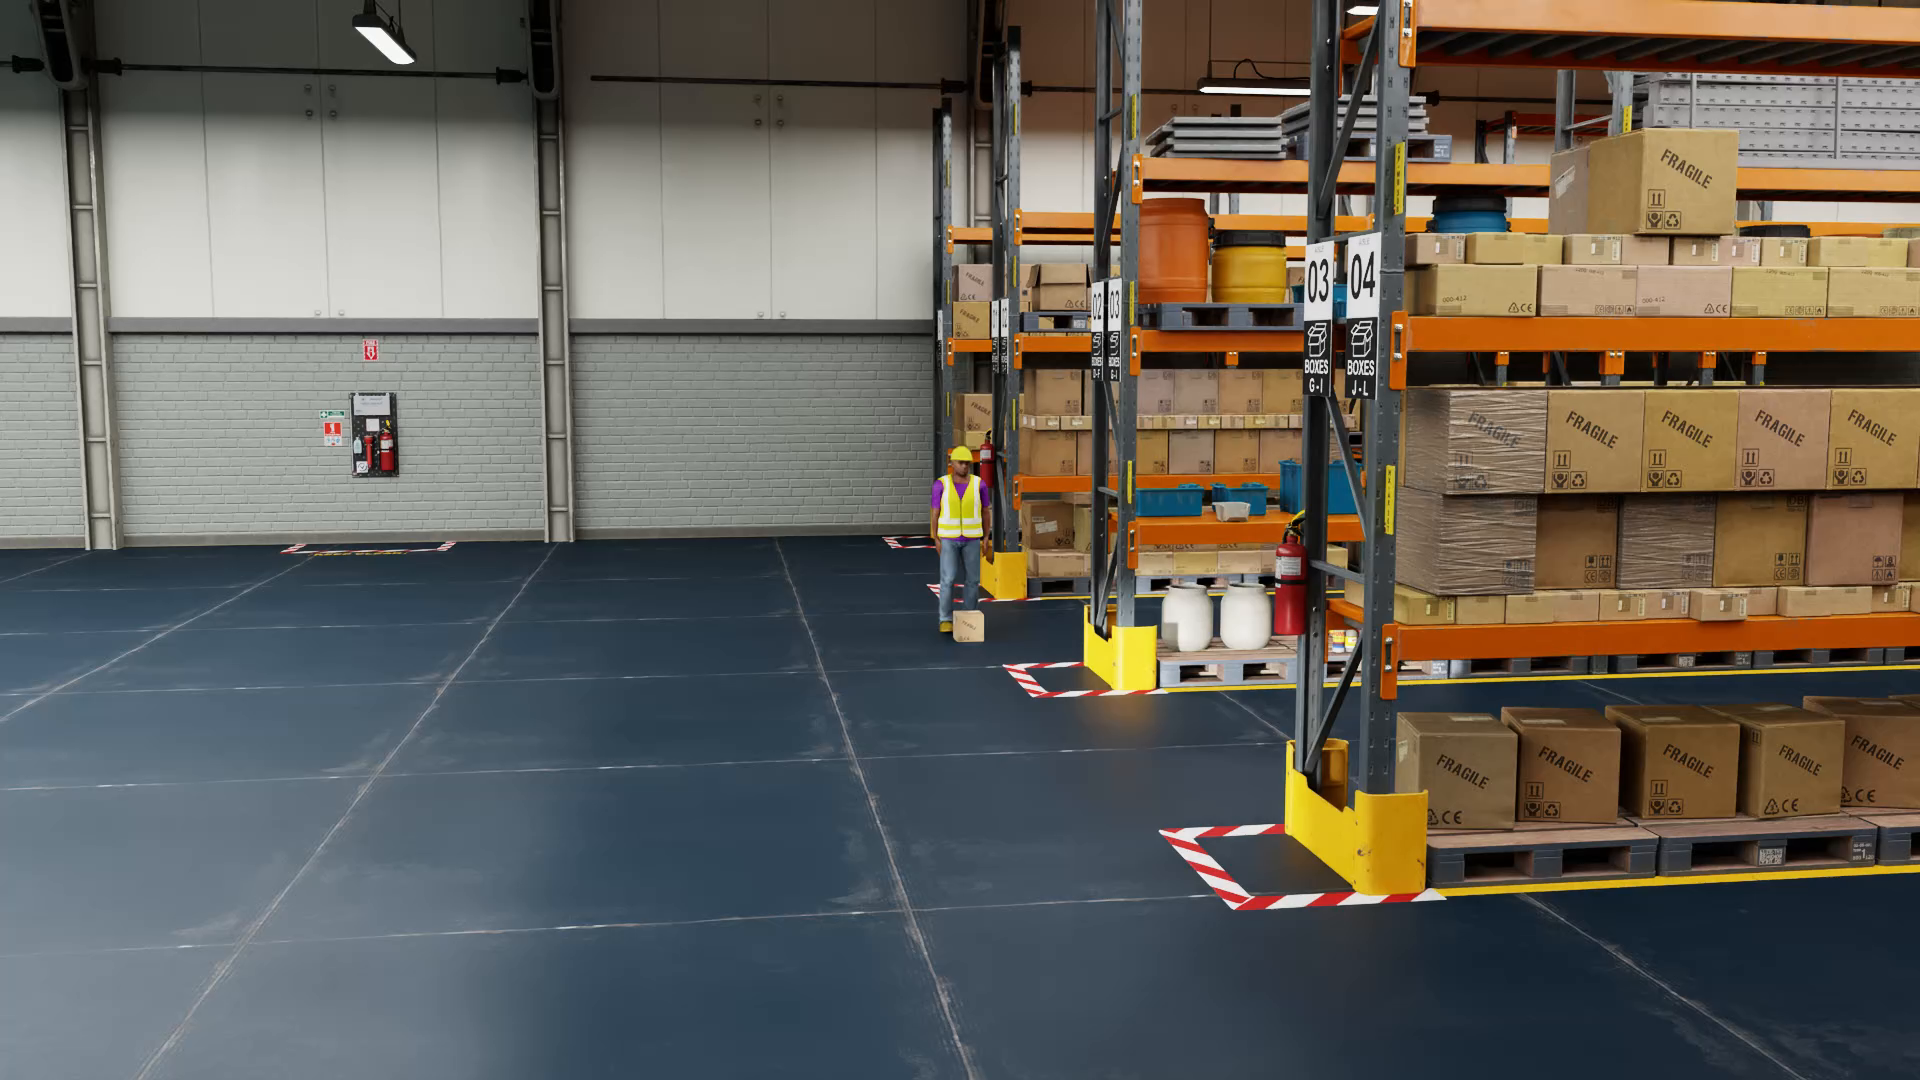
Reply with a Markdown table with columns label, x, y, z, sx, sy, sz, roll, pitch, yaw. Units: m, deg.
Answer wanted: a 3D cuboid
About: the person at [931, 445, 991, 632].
| label | x | y | z | sx | sy | sz | roll | pitch | yaw |
| --- | --- | --- | --- | --- | --- | --- | --- | --- | --- |
| person | 0.013 | -0.008 | 15.712 | 0.563 | 1.760 | 0.365 | -1 | 6 | -7 |
